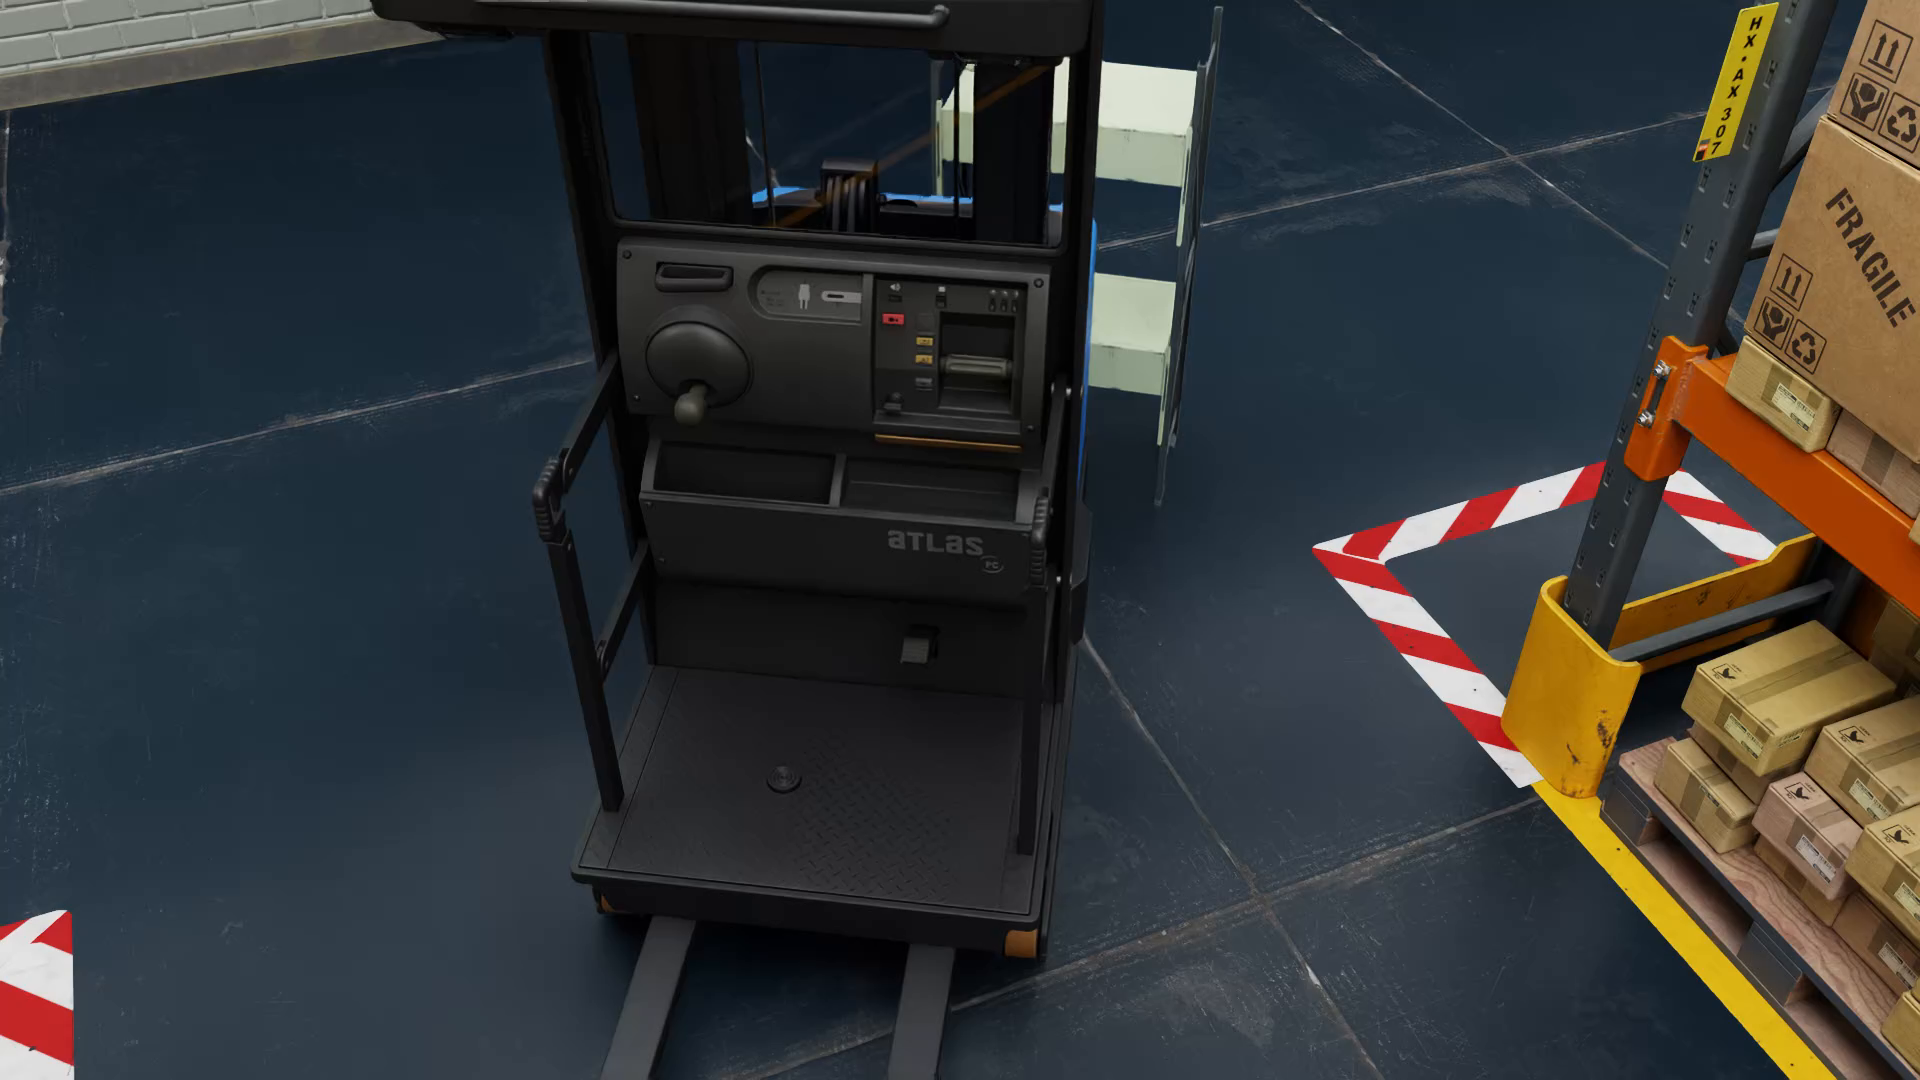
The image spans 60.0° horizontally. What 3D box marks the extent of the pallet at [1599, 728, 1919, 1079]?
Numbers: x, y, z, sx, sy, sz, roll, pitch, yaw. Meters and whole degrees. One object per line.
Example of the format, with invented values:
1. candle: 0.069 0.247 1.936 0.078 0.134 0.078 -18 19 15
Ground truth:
1. pallet: 2.374 0.874 4.071 1.003 0.211 1.213 -15 43 -17

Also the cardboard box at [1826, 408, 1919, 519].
1. cardboard box: 2.024 -0.212 3.388 0.380 0.149 0.250 -14 43 -15

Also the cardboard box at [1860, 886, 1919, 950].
1. cardboard box: 2.258 0.766 3.695 0.380 0.149 0.250 -15 43 -16

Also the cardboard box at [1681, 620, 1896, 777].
1. cardboard box: 1.953 0.370 3.928 0.380 0.149 0.250 -17 44 -19

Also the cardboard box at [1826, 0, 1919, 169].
1. cardboard box: 1.993 -0.920 2.948 0.500 0.500 0.500 -15 43 -17

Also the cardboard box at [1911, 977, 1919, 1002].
1. cardboard box: 2.256 0.948 3.484 0.380 0.149 0.250 -14 43 -16

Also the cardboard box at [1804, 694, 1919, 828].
1. cardboard box: 2.170 0.506 3.769 0.380 0.149 0.250 -14 43 -16

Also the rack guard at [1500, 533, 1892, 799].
1. rack guard: 2.096 0.267 4.556 1.175 0.500 0.348 -15 43 -17

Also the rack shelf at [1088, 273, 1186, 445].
1. rack shelf: 0.332 -0.622 5.324 0.720 0.370 0.431 9 41 10

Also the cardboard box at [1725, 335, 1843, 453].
1. cardboard box: 1.888 -0.355 3.555 0.380 0.149 0.250 -15 43 -17

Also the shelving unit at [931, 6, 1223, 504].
1. shelving unit: 0.332 -0.870 5.111 0.755 1.500 0.431 9 41 10

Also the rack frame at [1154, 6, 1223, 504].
1. rack frame: 0.687 -0.814 5.046 0.023 1.500 0.400 9 41 10

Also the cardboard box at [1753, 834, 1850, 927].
1. cardboard box: 2.147 0.728 3.968 0.380 0.149 0.250 -15 43 -17

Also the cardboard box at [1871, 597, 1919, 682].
1. cardboard box: 2.504 0.225 4.096 0.380 0.149 0.250 -15 43 -16

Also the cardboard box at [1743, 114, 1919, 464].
1. cardboard box: 1.983 -0.538 3.270 0.500 0.500 0.500 -13 42 -15

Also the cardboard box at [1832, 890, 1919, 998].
1. cardboard box: 2.249 0.875 3.796 0.380 0.149 0.250 -15 43 -16

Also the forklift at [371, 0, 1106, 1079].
1. forklift: -0.302 -0.340 3.397 1.130 2.935 3.031 5 41 6

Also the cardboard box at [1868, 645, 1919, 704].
1. cardboard box: 2.533 0.329 4.203 0.380 0.149 0.250 -16 43 -18

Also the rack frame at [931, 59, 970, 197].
1. rack frame: -0.024 -0.925 5.176 0.023 1.500 0.400 9 41 10

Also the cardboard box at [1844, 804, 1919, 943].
1. cardboard box: 2.148 0.689 3.556 0.380 0.149 0.250 -15 43 -17

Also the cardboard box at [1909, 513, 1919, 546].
1. cardboard box: 2.077 -0.036 3.184 0.380 0.149 0.250 -16 43 -18

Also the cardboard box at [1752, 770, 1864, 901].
1. cardboard box: 2.083 0.641 3.841 0.380 0.149 0.250 -15 43 -17

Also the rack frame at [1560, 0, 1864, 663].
1. rack frame: 2.067 -0.727 3.795 1.000 3.000 0.127 -15 43 -17

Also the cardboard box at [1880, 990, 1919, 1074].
1. cardboard box: 2.245 1.057 3.585 0.380 0.149 0.250 -15 43 -16

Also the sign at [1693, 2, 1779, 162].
1. sign: 1.566 -0.920 3.355 0.100 0.325 0.005 -15 43 -17

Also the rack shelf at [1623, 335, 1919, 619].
1. rack shelf: 2.832 0.751 2.628 1.077 0.370 4.000 -15 43 -17

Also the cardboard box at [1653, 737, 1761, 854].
1. cardboard box: 1.972 0.590 4.127 0.380 0.149 0.250 -14 43 -16

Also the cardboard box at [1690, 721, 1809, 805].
1. cardboard box: 2.030 0.462 4.049 0.380 0.149 0.250 -13 42 -15

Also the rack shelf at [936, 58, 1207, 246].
1. rack shelf: 0.332 -1.166 4.857 0.720 0.370 0.431 9 41 10
